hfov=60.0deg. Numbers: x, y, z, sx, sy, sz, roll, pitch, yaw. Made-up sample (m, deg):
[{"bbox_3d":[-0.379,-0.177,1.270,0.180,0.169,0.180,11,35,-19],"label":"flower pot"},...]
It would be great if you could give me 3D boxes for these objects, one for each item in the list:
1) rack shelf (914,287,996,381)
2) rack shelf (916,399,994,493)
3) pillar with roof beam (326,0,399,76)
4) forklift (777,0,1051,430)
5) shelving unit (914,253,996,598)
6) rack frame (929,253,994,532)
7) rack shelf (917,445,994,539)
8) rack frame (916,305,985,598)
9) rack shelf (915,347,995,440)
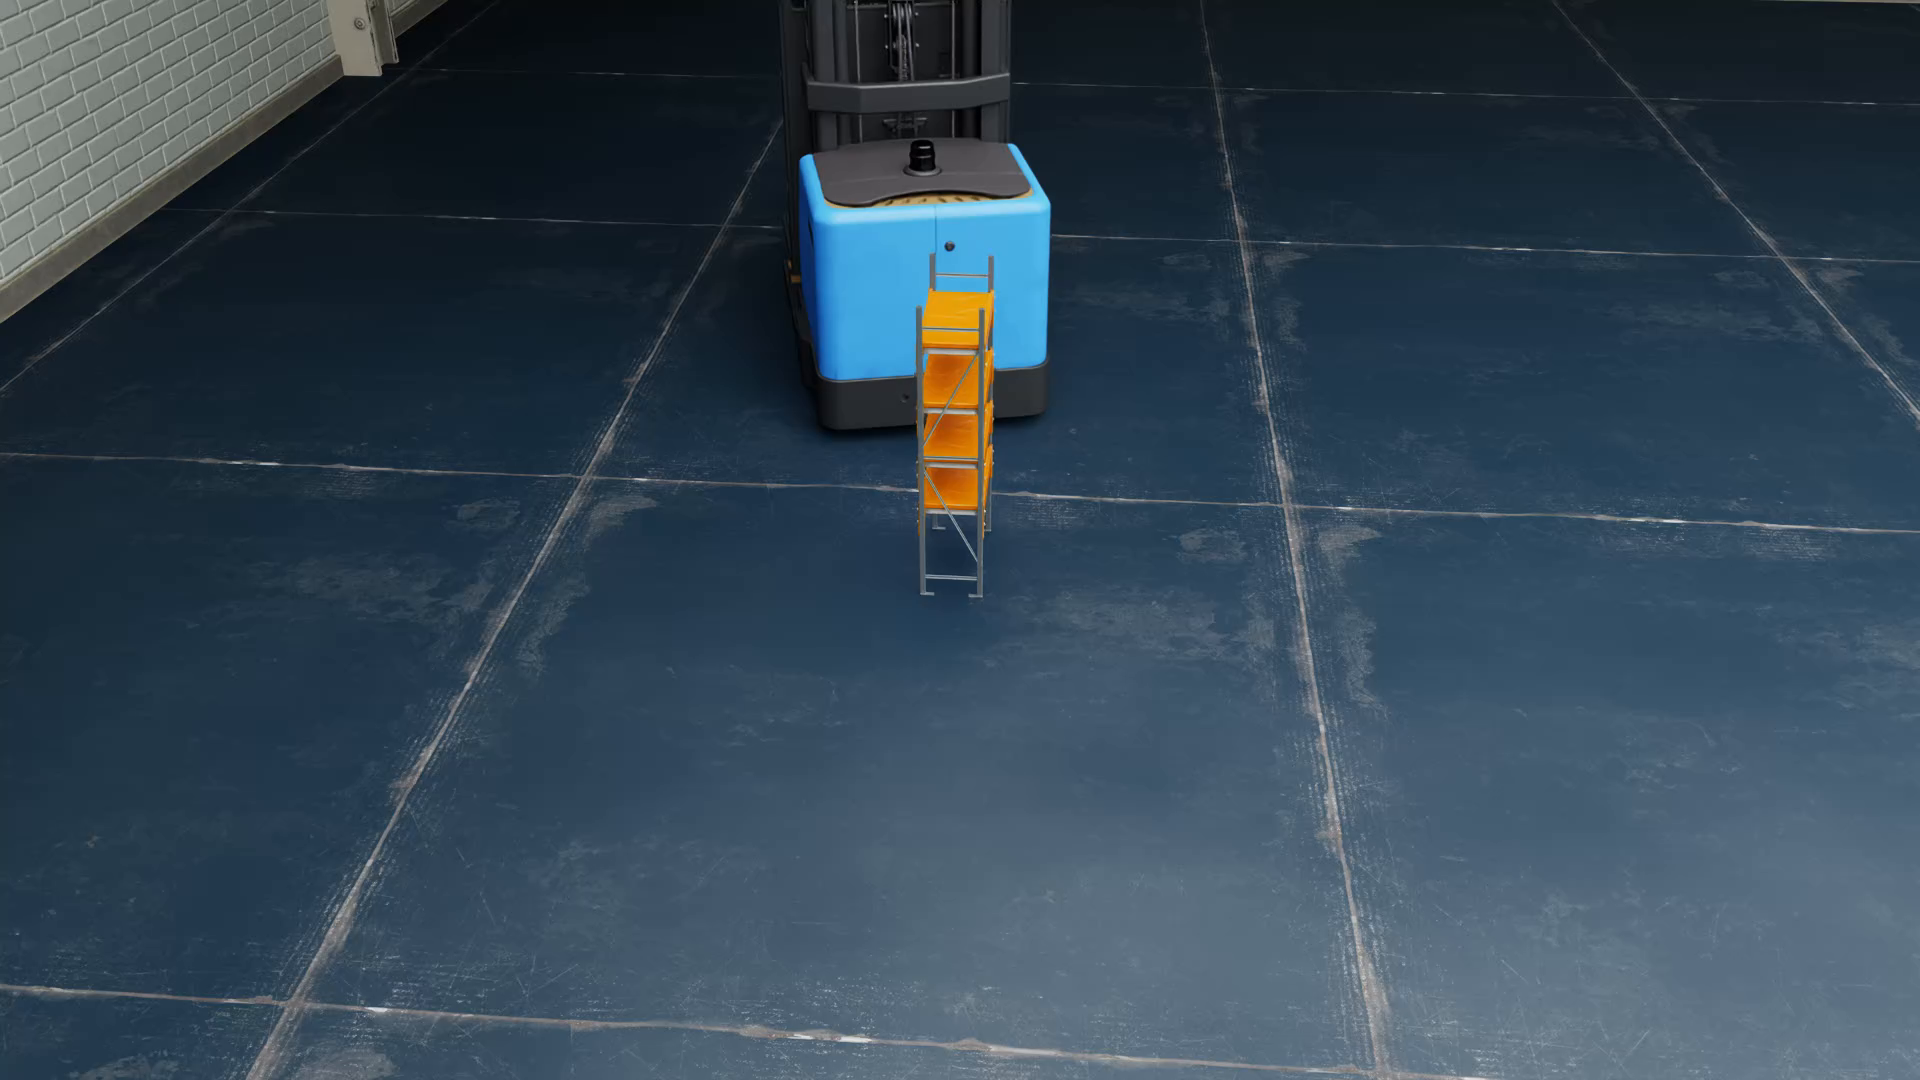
[{"bbox_3d":[-0.013,-0.759,6.089,0.258,0.148,0.480,2,32,4],"label":"rack shelf"},{"bbox_3d":[-0.013,-0.367,6.330,0.258,0.148,0.480,2,32,4],"label":"rack shelf"},{"bbox_3d":[-0.150,-7.198,9.853,9.100,9.000,0.400,2,32,4],"label":"pillar with roof beam"},{"bbox_3d":[-0.345,-2.497,8.008,1.130,2.935,3.031,-5,32,-8],"label":"forklift"},{"bbox_3d":[-0.013,-0.424,6.295,0.258,1.200,0.503,2,32,4],"label":"shelving unit"},{"bbox_3d":[0.006,-0.552,6.502,0.240,1.200,0.015,2,32,4],"label":"rack frame"},{"bbox_3d":[-0.013,-0.198,6.434,0.258,0.148,0.480,2,32,4],"label":"rack shelf"},{"bbox_3d":[-0.033,-0.297,6.088,0.240,1.200,0.015,2,32,4],"label":"rack frame"},{"bbox_3d":[-0.013,-0.557,6.213,0.258,0.148,0.480,2,32,4],"label":"rack shelf"}]
